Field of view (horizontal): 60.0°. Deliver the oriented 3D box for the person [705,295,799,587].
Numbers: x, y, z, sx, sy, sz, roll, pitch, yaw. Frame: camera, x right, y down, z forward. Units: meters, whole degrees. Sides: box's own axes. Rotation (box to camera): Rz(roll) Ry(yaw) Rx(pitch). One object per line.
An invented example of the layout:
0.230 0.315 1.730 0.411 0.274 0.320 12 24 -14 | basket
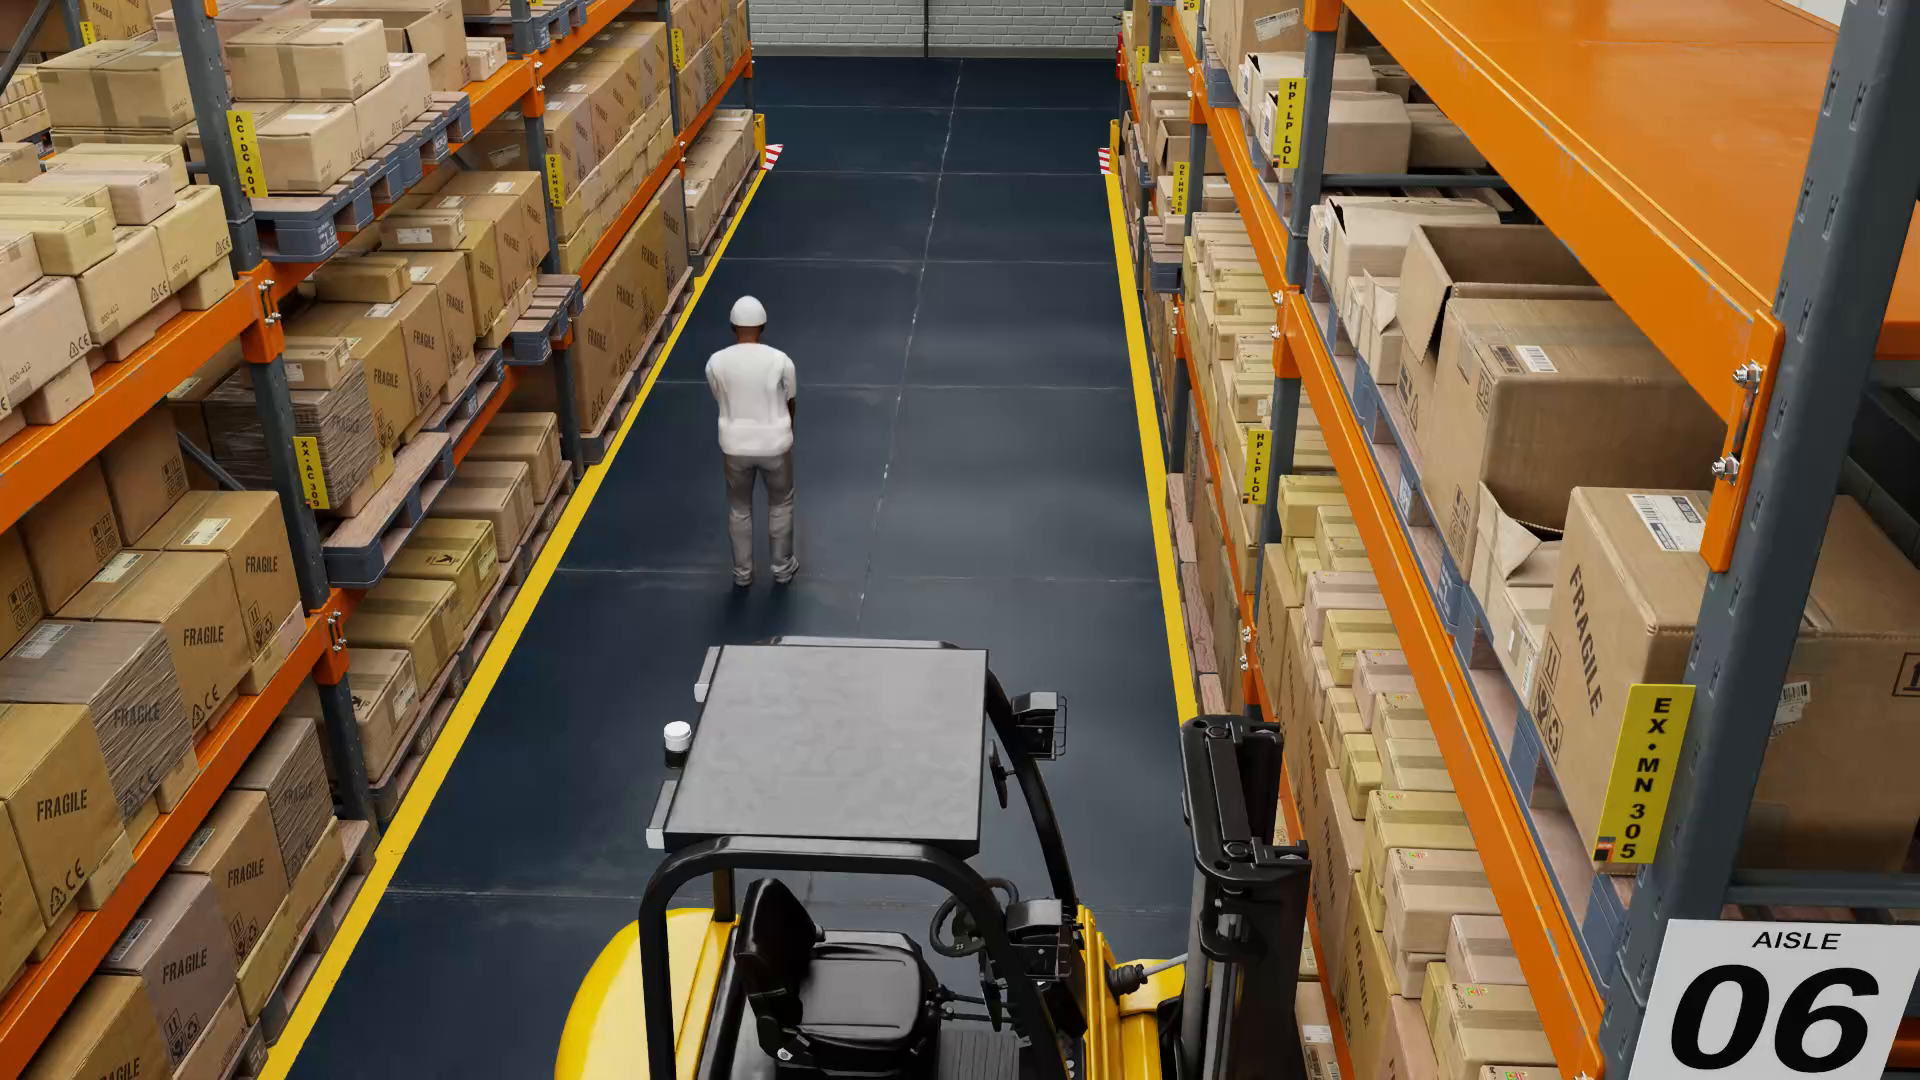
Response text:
-1.189 -0.591 9.728 0.503 1.752 0.586 0 28 1 | person
